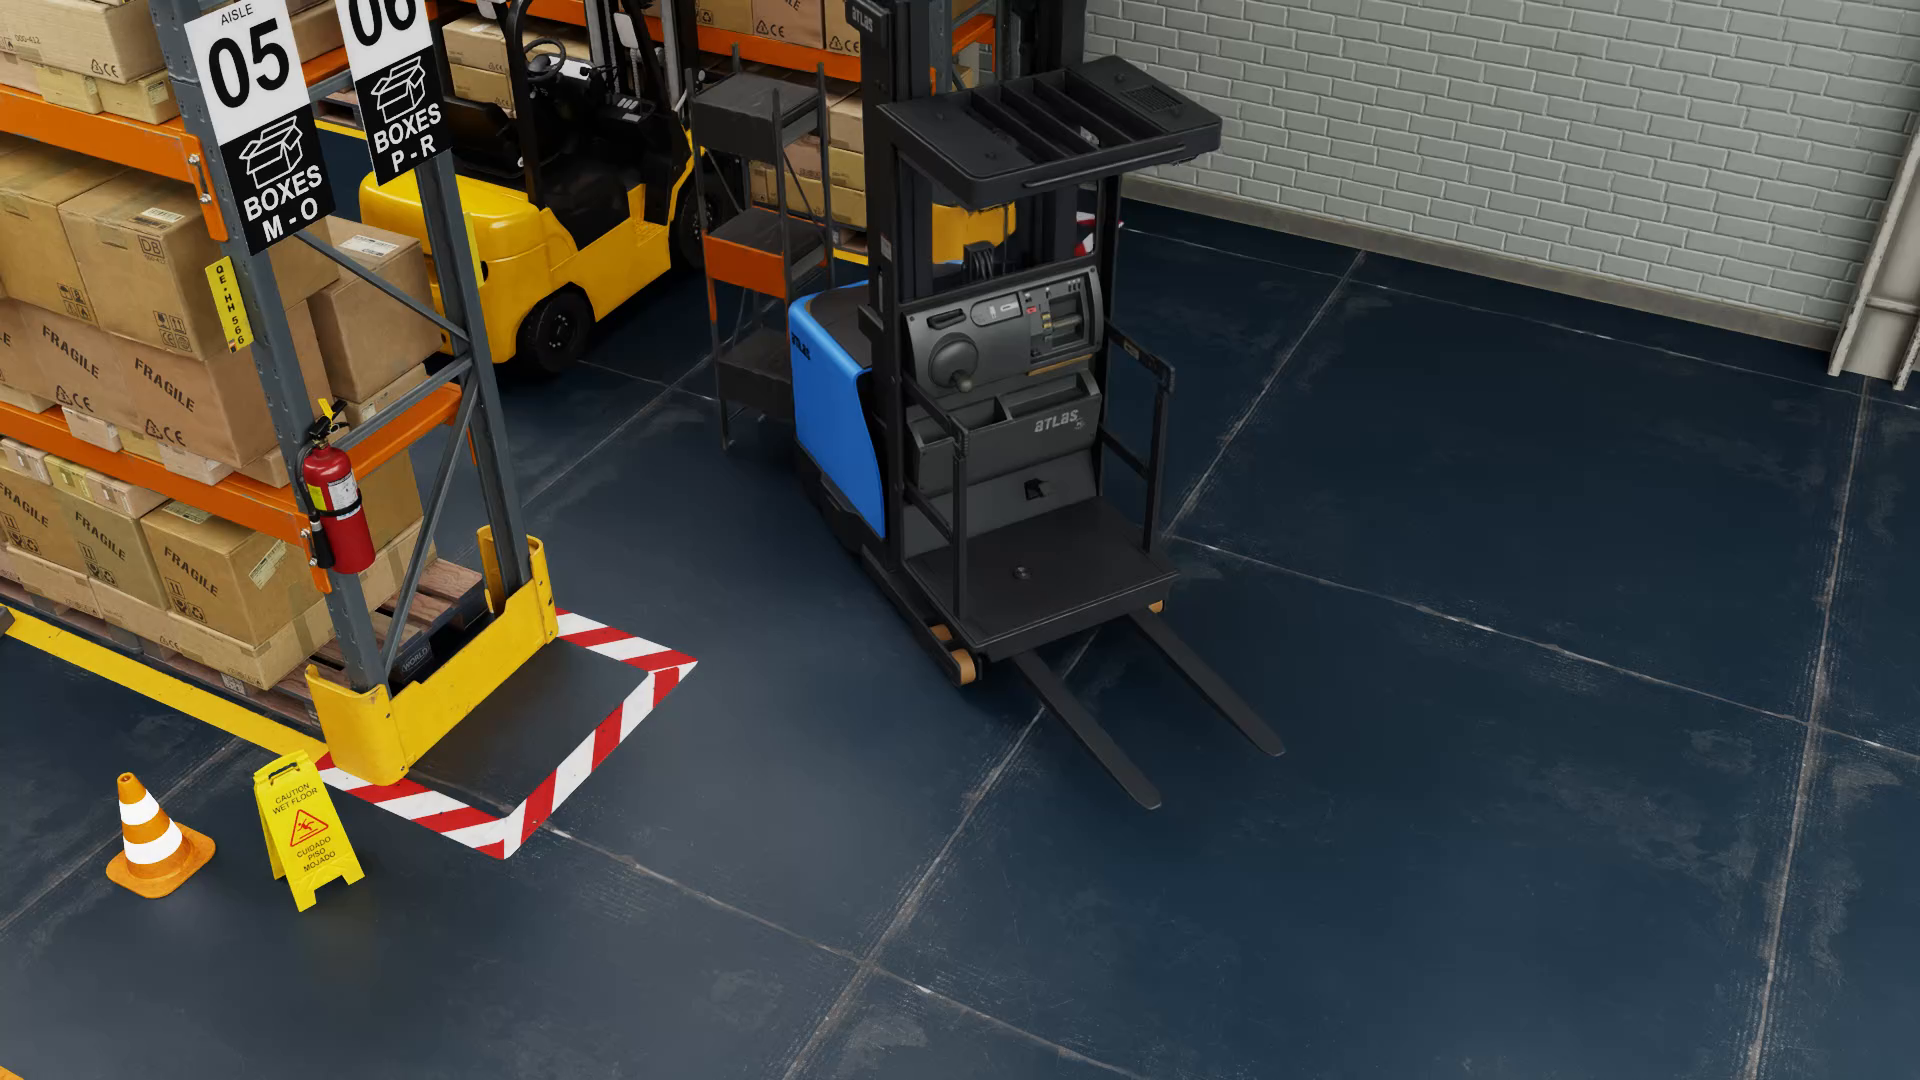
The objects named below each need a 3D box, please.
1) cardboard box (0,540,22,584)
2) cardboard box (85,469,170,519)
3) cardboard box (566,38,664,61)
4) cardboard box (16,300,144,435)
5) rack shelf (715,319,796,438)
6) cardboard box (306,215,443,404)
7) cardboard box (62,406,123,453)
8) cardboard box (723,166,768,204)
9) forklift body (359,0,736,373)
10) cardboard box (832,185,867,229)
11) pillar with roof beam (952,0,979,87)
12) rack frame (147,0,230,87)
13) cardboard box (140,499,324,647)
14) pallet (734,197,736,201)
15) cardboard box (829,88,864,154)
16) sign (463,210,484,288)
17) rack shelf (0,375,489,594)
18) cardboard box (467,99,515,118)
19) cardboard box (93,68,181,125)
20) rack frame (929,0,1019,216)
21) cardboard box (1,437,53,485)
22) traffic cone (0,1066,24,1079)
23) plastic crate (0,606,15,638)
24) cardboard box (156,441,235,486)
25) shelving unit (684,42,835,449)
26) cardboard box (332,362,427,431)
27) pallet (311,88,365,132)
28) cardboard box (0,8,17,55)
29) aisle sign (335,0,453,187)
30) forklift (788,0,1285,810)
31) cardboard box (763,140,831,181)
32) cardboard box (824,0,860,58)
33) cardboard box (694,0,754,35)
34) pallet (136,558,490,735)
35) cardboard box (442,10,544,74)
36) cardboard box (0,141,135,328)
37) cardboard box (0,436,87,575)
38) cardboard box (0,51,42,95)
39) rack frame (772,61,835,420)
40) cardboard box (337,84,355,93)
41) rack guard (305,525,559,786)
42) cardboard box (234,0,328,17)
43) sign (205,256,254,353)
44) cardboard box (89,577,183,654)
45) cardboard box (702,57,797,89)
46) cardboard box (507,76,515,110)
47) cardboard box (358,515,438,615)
[{"bbox_3d":[-4.391,-0.084,7.826,0.500,0.250,0.500,17,40,21],"label":"cardboard box"},{"bbox_3d":[-3.379,-0.275,6.921,0.250,0.149,0.380,19,41,23],"label":"cardboard box"},{"bbox_3d":[-2.281,-3.163,11.056,0.500,0.250,0.500,19,41,23],"label":"cardboard box"},{"bbox_3d":[-3.242,-0.800,6.514,0.500,0.500,0.500,17,41,22],"label":"cardboard box"},{"bbox_3d":[-0.951,-0.786,8.749,0.480,0.518,0.431,19,41,23],"label":"rack shelf"},{"bbox_3d":[-2.484,-0.936,6.693,0.500,0.500,0.500,17,40,21],"label":"cardboard box"},{"bbox_3d":[-3.357,-0.535,6.702,0.250,0.149,0.380,18,41,22],"label":"cardboard box"},{"bbox_3d":[-1.351,-2.484,10.987,0.500,0.250,0.500,18,41,22],"label":"cardboard box"},{"bbox_3d":[-2.434,-2.373,9.617,1.214,2.155,2.313,17,41,21],"label":"forklift body"},{"bbox_3d":[-0.474,-2.196,10.609,0.500,0.250,0.500,18,41,22],"label":"cardboard box"},{"bbox_3d":[-2.095,-3.919,5.990,0.400,9.000,9.100,17,41,21],"label":"pillar with roof beam"},{"bbox_3d":[-2.191,-2.887,4.630,0.127,3.000,1.000,17,41,21],"label":"rack frame"},{"bbox_3d":[-3.022,0.049,7.030,0.500,0.500,0.500,18,41,22],"label":"cardboard box"},{"bbox_3d":[-1.689,-2.583,11.497,1.213,0.211,1.003,17,41,21],"label":"pallet"},{"bbox_3d":[-0.464,-2.594,10.306,0.500,0.250,0.500,19,41,23],"label":"cardboard box"},{"bbox_3d":[-1.941,-1.133,6.566,0.005,0.325,0.100,17,41,21],"label":"sign"},{"bbox_3d":[-3.967,-0.767,7.394,4.000,0.370,1.077,17,41,21],"label":"rack shelf"},{"bbox_3d":[-3.186,-3.035,11.714,0.500,0.250,0.500,18,41,22],"label":"cardboard box"},{"bbox_3d":[-2.636,-1.541,5.546,0.250,0.149,0.380,18,41,22],"label":"cardboard box"},{"bbox_3d":[0.089,-3.163,9.956,0.127,3.000,1.000,17,41,21],"label":"rack frame"},{"bbox_3d":[-3.834,-0.421,7.113,0.250,0.149,0.380,19,41,23],"label":"cardboard box"},{"bbox_3d":[-3.374,1.777,5.546,0.334,0.463,0.336,17,41,21],"label":"traffic cone"},{"bbox_3d":[-4.726,0.430,7.637,0.583,0.080,0.402,4,37,6],"label":"plastic crate"},{"bbox_3d":[-2.897,-0.397,6.520,0.250,0.149,0.380,17,40,21],"label":"cardboard box"},{"bbox_3d":[-0.951,-1.355,8.318,0.503,2.100,0.431,19,41,23],"label":"shelving unit"},{"bbox_3d":[-2.397,-0.603,6.791,0.250,0.149,0.380,18,41,22],"label":"cardboard box"},{"bbox_3d":[-4.135,-3.349,12.507,1.213,0.211,1.003,17,41,21],"label":"pallet"},{"bbox_3d":[-3.209,-1.896,5.684,0.500,0.250,0.500,17,40,21],"label":"cardboard box"},{"bbox_3d":[-1.993,-1.682,5.854,0.004,0.787,0.394,17,41,21],"label":"aisle sign"},{"bbox_3d":[0.304,-0.833,6.943,1.130,2.935,3.031,-18,41,-23],"label":"forklift"},{"bbox_3d":[-0.928,-2.547,10.658,0.500,0.250,0.500,17,40,21],"label":"cardboard box"},{"bbox_3d":[-0.469,-3.199,9.920,0.500,0.500,0.500,16,40,21],"label":"cardboard box"},{"bbox_3d":[-1.381,-3.490,10.304,0.500,0.500,0.500,17,40,21],"label":"cardboard box"},{"bbox_3d":[-2.963,0.347,7.637,1.213,0.211,1.003,17,41,21],"label":"pallet"},{"bbox_3d":[-3.178,-3.443,11.424,0.500,0.250,0.500,17,40,21],"label":"cardboard box"},{"bbox_3d":[-3.191,-1.223,6.245,0.500,0.500,0.700,18,41,22],"label":"cardboard box"},{"bbox_3d":[-3.932,-0.238,7.409,0.500,0.500,0.500,16,40,20],"label":"cardboard box"},{"bbox_3d":[-3.092,-1.685,5.735,0.250,0.149,0.380,19,41,23],"label":"cardboard box"},{"bbox_3d":[-0.739,-1.282,8.221,0.015,2.100,0.400,19,41,23],"label":"rack frame"},{"bbox_3d":[-4.617,-3.856,12.485,0.625,0.625,0.875,17,40,21],"label":"cardboard box"},{"bbox_3d":[-2.258,0.477,7.227,0.348,0.500,1.175,17,41,21],"label":"rack guard"},{"bbox_3d":[-2.515,-2.034,5.865,0.500,0.250,0.500,17,40,21],"label":"cardboard box"},{"bbox_3d":[-2.464,-0.792,5.613,0.005,0.325,0.100,17,41,21],"label":"sign"},{"bbox_3d":[-3.488,0.202,7.449,0.500,0.250,0.500,18,41,22],"label":"cardboard box"},{"bbox_3d":[-1.372,-2.868,10.667,0.500,0.250,0.500,18,41,22],"label":"cardboard box"},{"bbox_3d":[-2.727,-3.107,11.396,0.500,0.250,0.500,17,40,21],"label":"cardboard box"},{"bbox_3d":[-2.780,0.058,7.639,0.500,0.250,0.500,17,40,21],"label":"cardboard box"}]
